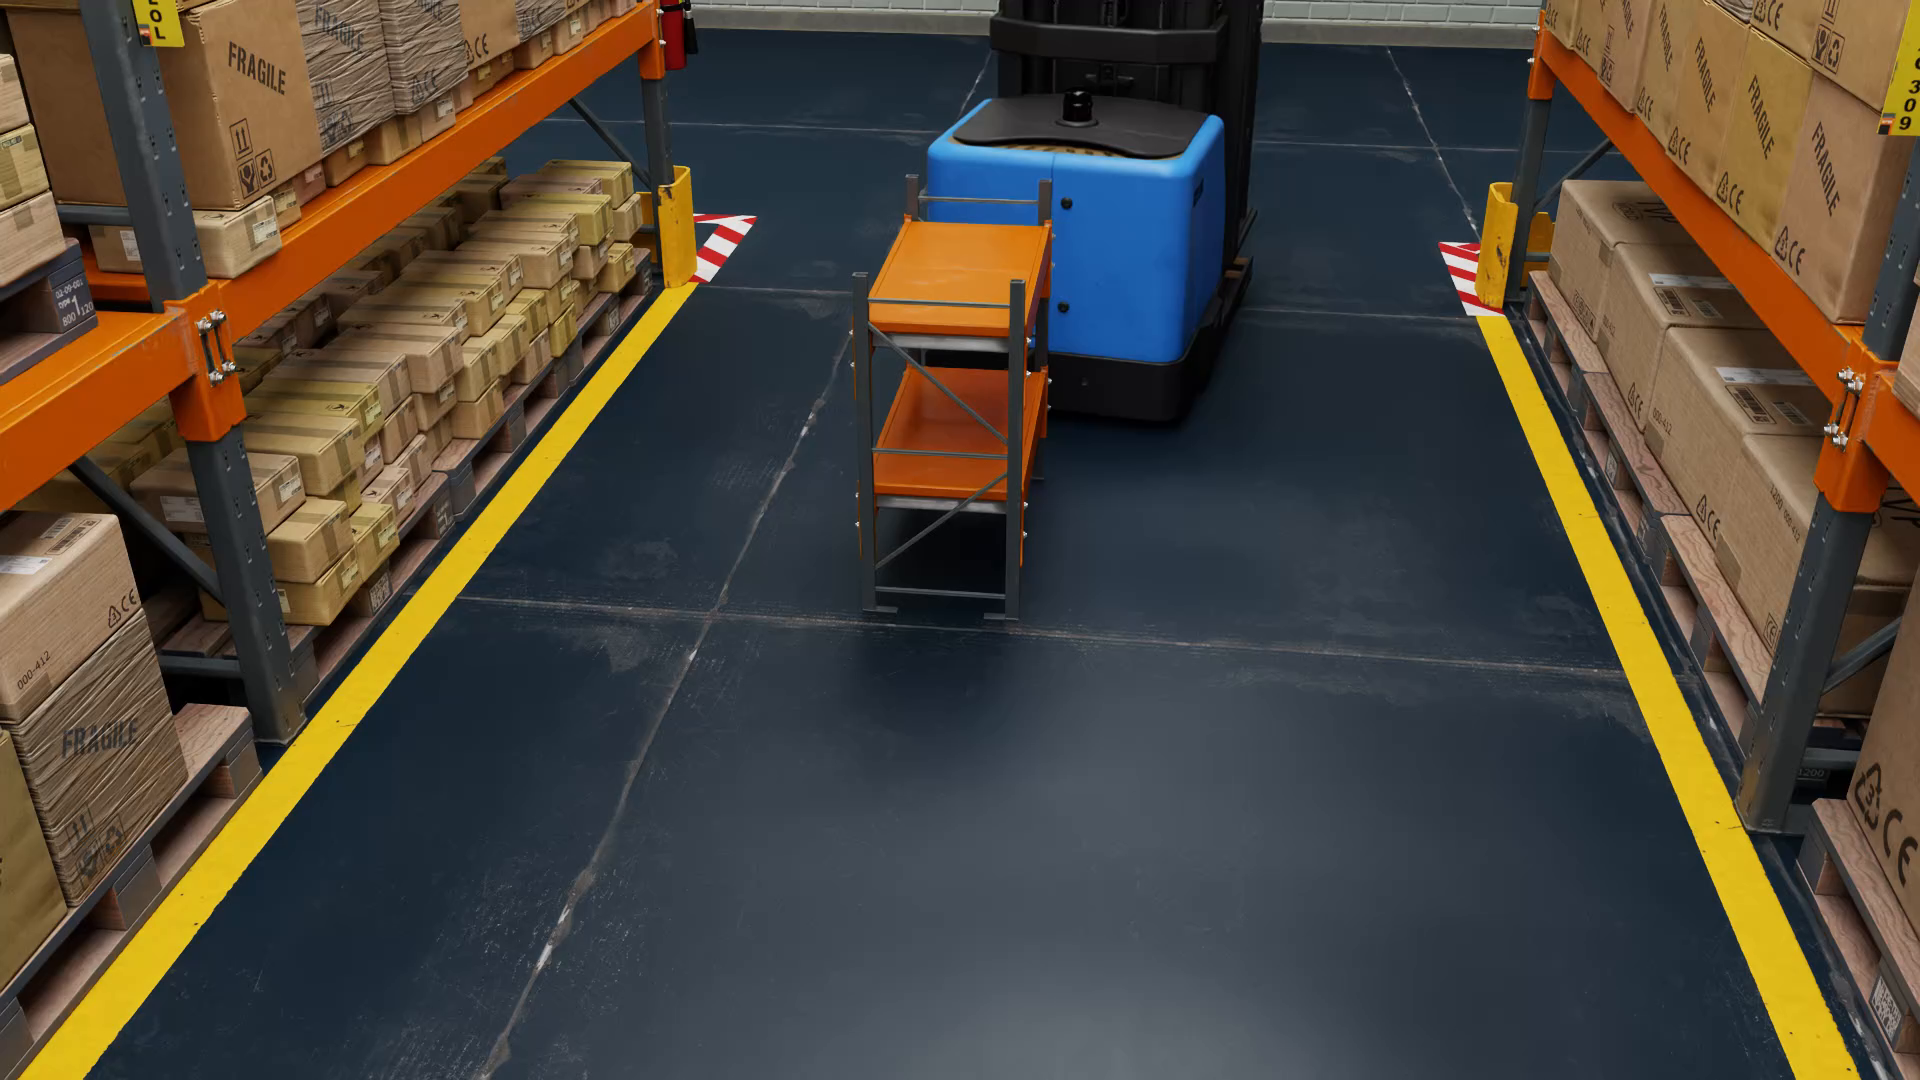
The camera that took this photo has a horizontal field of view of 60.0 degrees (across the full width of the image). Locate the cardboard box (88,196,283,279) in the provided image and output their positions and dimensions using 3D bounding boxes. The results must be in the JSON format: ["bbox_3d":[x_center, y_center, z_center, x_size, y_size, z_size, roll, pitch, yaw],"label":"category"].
[{"bbox_3d":[-2.016,-0.799,4.336,0.380,0.149,0.250,4,29,8],"label":"cardboard box"}]

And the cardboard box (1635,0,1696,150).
[{"bbox_3d":[2.537,-1.558,5.374,0.500,0.500,0.500,4,29,8],"label":"cardboard box"}]

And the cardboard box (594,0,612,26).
[{"bbox_3d":[-1.712,-2.283,7.090,0.380,0.149,0.250,3,28,6],"label":"cardboard box"}]

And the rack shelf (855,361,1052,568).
[{"bbox_3d":[0.001,-0.283,5.605,0.538,0.278,1.000,3,28,6],"label":"rack shelf"}]

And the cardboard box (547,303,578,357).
[{"bbox_3d":[-1.778,-0.861,6.749,0.380,0.149,0.250,2,28,4],"label":"cardboard box"}]

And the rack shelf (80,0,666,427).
[{"bbox_3d":[-2.130,-1.420,5.982,1.077,0.370,4.000,3,28,6],"label":"rack shelf"}]

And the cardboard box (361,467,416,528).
[{"bbox_3d":[-2.000,-0.123,5.379,0.380,0.149,0.250,3,28,6],"label":"cardboard box"}]

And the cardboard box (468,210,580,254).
[{"bbox_3d":[-1.787,-1.244,6.832,0.380,0.149,0.250,2,28,4],"label":"cardboard box"}]

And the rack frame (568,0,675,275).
[{"bbox_3d":[-1.885,-2.678,7.559,1.000,3.000,0.127,3,28,6],"label":"rack frame"}]

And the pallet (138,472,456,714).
[{"bbox_3d":[-2.328,0.114,5.316,1.003,0.211,1.213,3,28,6],"label":"pallet"}]

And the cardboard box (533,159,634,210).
[{"bbox_3d":[-1.698,-1.606,7.504,0.380,0.149,0.250,4,29,7],"label":"cardboard box"}]

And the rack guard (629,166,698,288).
[{"bbox_3d":[-1.894,-1.542,8.085,1.175,0.500,0.348,3,28,6],"label":"rack guard"}]

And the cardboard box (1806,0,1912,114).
[{"bbox_3d":[2.334,-1.278,3.799,0.500,0.500,0.500,3,28,6],"label":"cardboard box"}]

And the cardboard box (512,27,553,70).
[{"bbox_3d":[-1.798,-1.920,6.416,0.380,0.149,0.250,2,28,4],"label":"cardboard box"}]

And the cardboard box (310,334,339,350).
[{"bbox_3d":[-2.423,-0.637,6.018,0.380,0.149,0.250,2,28,4],"label":"cardboard box"}]

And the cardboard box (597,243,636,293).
[{"bbox_3d":[-1.674,-1.221,7.417,0.380,0.149,0.250,4,29,8],"label":"cardboard box"}]

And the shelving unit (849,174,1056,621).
[{"bbox_3d":[0.001,-0.498,5.489,0.538,1.125,1.048,3,28,6],"label":"shelving unit"}]

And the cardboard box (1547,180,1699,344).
[{"bbox_3d":[3.058,-1.179,7.034,0.875,0.438,0.875,2,28,4],"label":"cardboard box"}]

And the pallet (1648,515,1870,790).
[{"bbox_3d":[2.721,0.319,4.935,1.003,0.211,1.213,3,28,6],"label":"pallet"}]

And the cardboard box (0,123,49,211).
[{"bbox_3d":[-2.228,-0.802,3.584,0.380,0.149,0.250,4,29,8],"label":"cardboard box"}]

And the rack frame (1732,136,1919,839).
[{"bbox_3d":[2.550,-0.555,3.618,1.000,3.000,0.127,3,28,6],"label":"rack frame"}]

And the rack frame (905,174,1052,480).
[{"bbox_3d":[0.063,-0.738,5.933,0.500,1.125,0.032,3,28,6],"label":"rack frame"}]

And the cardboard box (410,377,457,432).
[{"bbox_3d":[-1.984,-0.504,5.773,0.380,0.149,0.250,5,29,9],"label":"cardboard box"}]

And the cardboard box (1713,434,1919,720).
[{"bbox_3d":[2.733,0.098,4.663,0.875,0.438,0.875,3,28,5],"label":"cardboard box"}]

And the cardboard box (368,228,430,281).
[{"bbox_3d":[-2.350,-1.144,6.646,0.380,0.149,0.250,4,29,8],"label":"cardboard box"}]

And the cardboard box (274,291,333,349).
[{"bbox_3d":[-2.503,-0.788,5.986,0.380,0.149,0.250,2,28,4],"label":"cardboard box"}]

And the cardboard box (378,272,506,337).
[{"bbox_3d":[-1.911,-0.871,6.141,0.380,0.149,0.250,3,29,6],"label":"cardboard box"}]

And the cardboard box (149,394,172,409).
[{"bbox_3d":[-2.575,-0.410,5.284,0.380,0.149,0.250,3,28,6],"label":"cardboard box"}]

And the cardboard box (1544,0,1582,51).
[{"bbox_3d":[2.696,-2.273,6.701,0.500,0.500,0.500,3,28,6],"label":"cardboard box"}]

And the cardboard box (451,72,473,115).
[{"bbox_3d":[-1.916,-1.551,5.731,0.380,0.149,0.250,4,29,8],"label":"cardboard box"}]

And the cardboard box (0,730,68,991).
[{"bbox_3d":[-2.279,0.725,3.435,0.500,0.500,0.500,3,28,5],"label":"cardboard box"}]

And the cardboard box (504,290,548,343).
[{"bbox_3d":[-1.829,-0.865,6.443,0.380,0.149,0.250,5,29,9],"label":"cardboard box"}]

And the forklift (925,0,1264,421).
[{"bbox_3d":[0.772,-2.433,7.176,1.130,2.935,3.031,8,29,15],"label":"forklift"}]

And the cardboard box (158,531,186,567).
[{"bbox_3d":[-2.550,-0.047,5.238,0.380,0.149,0.250,4,29,8],"label":"cardboard box"}]

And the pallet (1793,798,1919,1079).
[{"bbox_3d":[2.530,1.040,3.597,1.003,0.211,1.213,3,28,6],"label":"pallet"}]

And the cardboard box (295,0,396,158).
[{"bbox_3d":[-2.011,-1.422,4.808,0.500,0.500,0.500,3,28,6],"label":"cardboard box"}]

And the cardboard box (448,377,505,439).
[{"bbox_3d":[-1.893,-0.491,6.062,0.380,0.149,0.250,3,28,5],"label":"cardboard box"}]

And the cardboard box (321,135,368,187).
[{"bbox_3d":[-2.038,-1.181,5.045,0.380,0.149,0.250,2,28,4],"label":"cardboard box"}]

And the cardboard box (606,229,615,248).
[{"bbox_3d":[-1.752,-1.354,7.350,0.380,0.149,0.250,3,28,5],"label":"cardboard box"}]

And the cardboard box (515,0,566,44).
[{"bbox_3d":[-1.806,-2.145,6.151,0.500,0.500,0.500,3,29,6],"label":"cardboard box"}]

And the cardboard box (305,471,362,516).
[{"bbox_3d":[-2.071,-0.133,5.083,0.380,0.149,0.250,4,29,7],"label":"cardboard box"}]

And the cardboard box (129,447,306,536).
[{"bbox_3d":[-2.127,-0.137,4.778,0.380,0.149,0.250,4,29,8],"label":"cardboard box"}]

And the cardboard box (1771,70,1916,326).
[{"bbox_3d":[2.353,-0.832,4.027,0.500,0.500,0.500,4,29,7],"label":"cardboard box"}]

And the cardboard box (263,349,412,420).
[{"bbox_3d":[-2.043,-0.509,5.469,0.380,0.149,0.250,3,28,5],"label":"cardboard box"}]

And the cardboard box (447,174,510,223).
[{"bbox_3d":[-2.201,-1.506,7.319,0.380,0.149,0.250,4,29,7],"label":"cardboard box"}]
